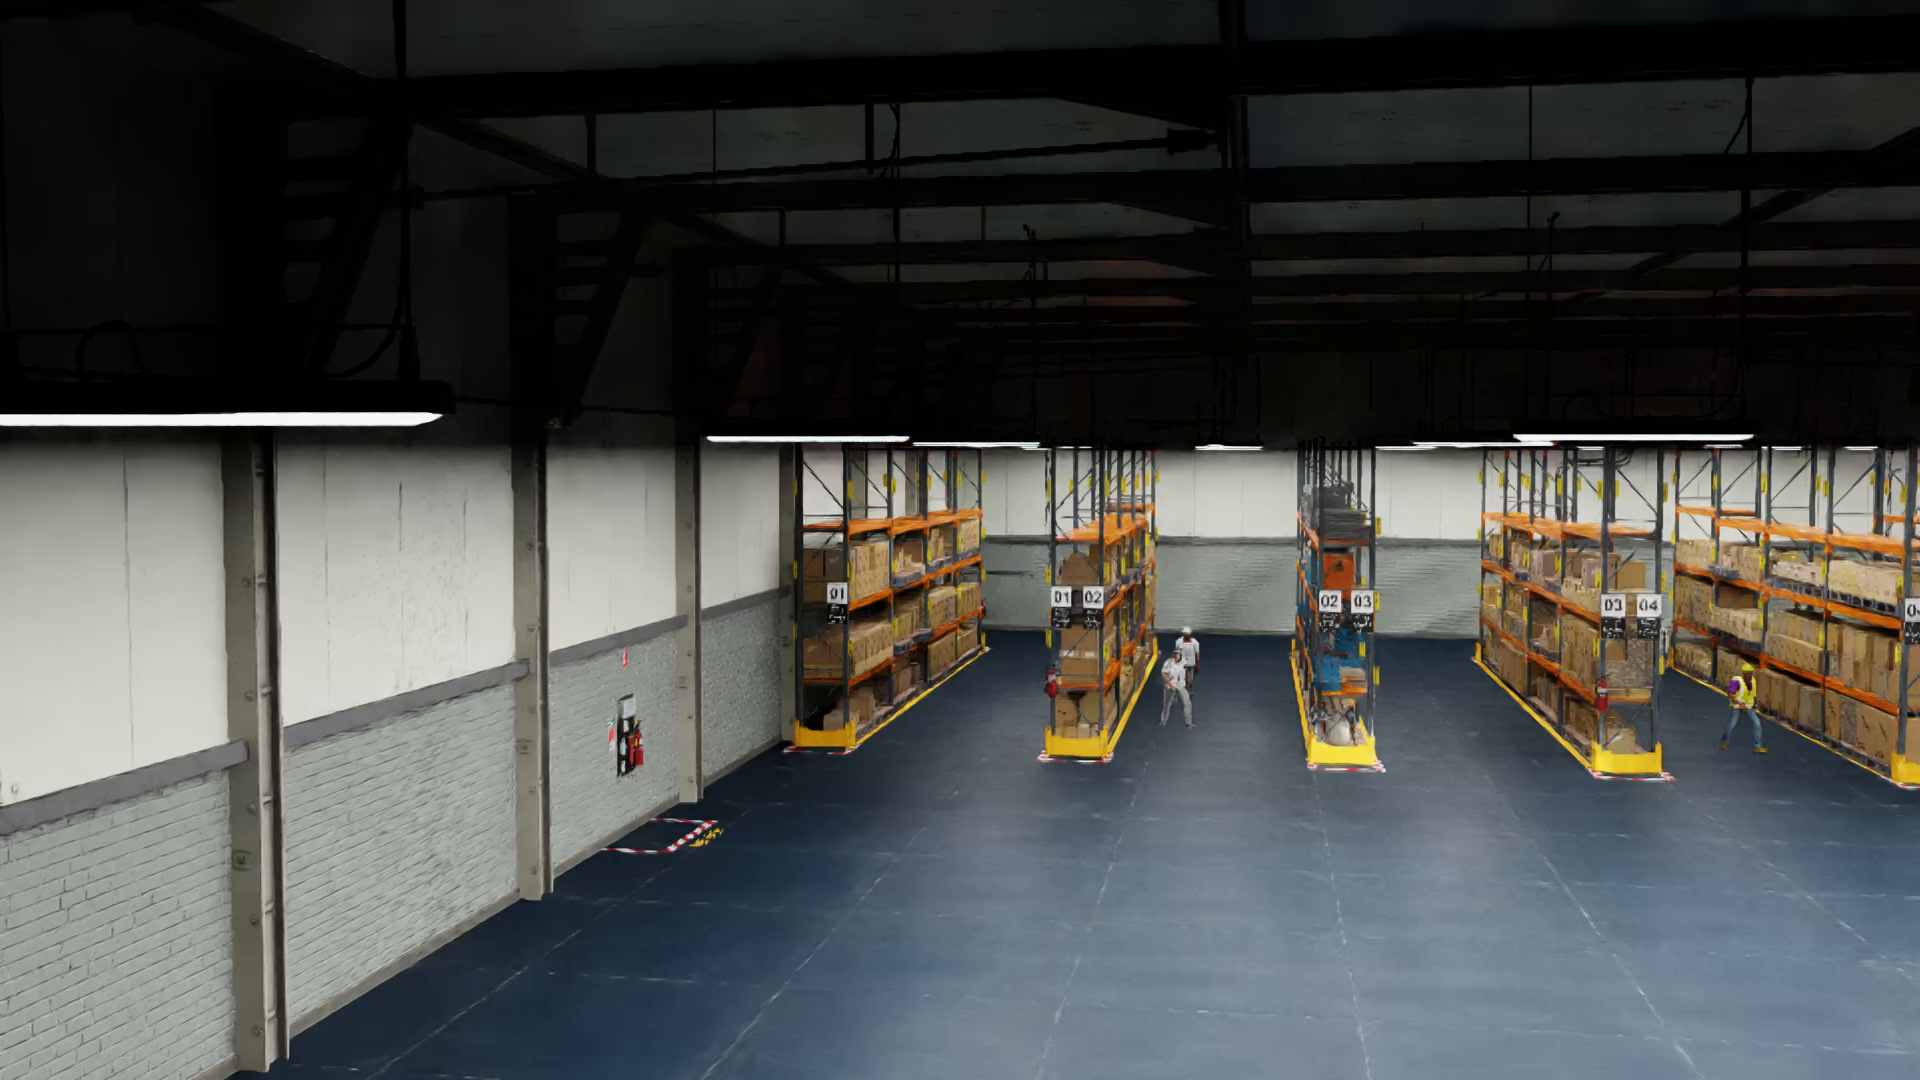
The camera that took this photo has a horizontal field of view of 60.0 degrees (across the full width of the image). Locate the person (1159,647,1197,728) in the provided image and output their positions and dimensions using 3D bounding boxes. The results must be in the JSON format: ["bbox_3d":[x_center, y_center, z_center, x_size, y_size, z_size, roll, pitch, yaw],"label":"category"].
[{"bbox_3d":[4.500,3.041,34.537,0.705,1.688,0.849,0,3,-8],"label":"person"}]

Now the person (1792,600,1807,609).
[{"bbox_3d":[23.228,2.418,45.940,0.699,1.770,0.554,-1,3,-18],"label":"person"}]

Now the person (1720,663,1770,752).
[{"bbox_3d":[14.939,3.186,31.761,0.710,1.703,0.836,0,3,-6],"label":"person"}]

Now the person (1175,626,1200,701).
[{"bbox_3d":[5.246,2.835,38.401,0.575,1.689,1.123,0,3,8],"label":"person"}]

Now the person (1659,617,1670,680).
[{"bbox_3d":[17.435,2.712,41.644,0.639,1.632,0.505,0,3,8],"label":"person"}]
